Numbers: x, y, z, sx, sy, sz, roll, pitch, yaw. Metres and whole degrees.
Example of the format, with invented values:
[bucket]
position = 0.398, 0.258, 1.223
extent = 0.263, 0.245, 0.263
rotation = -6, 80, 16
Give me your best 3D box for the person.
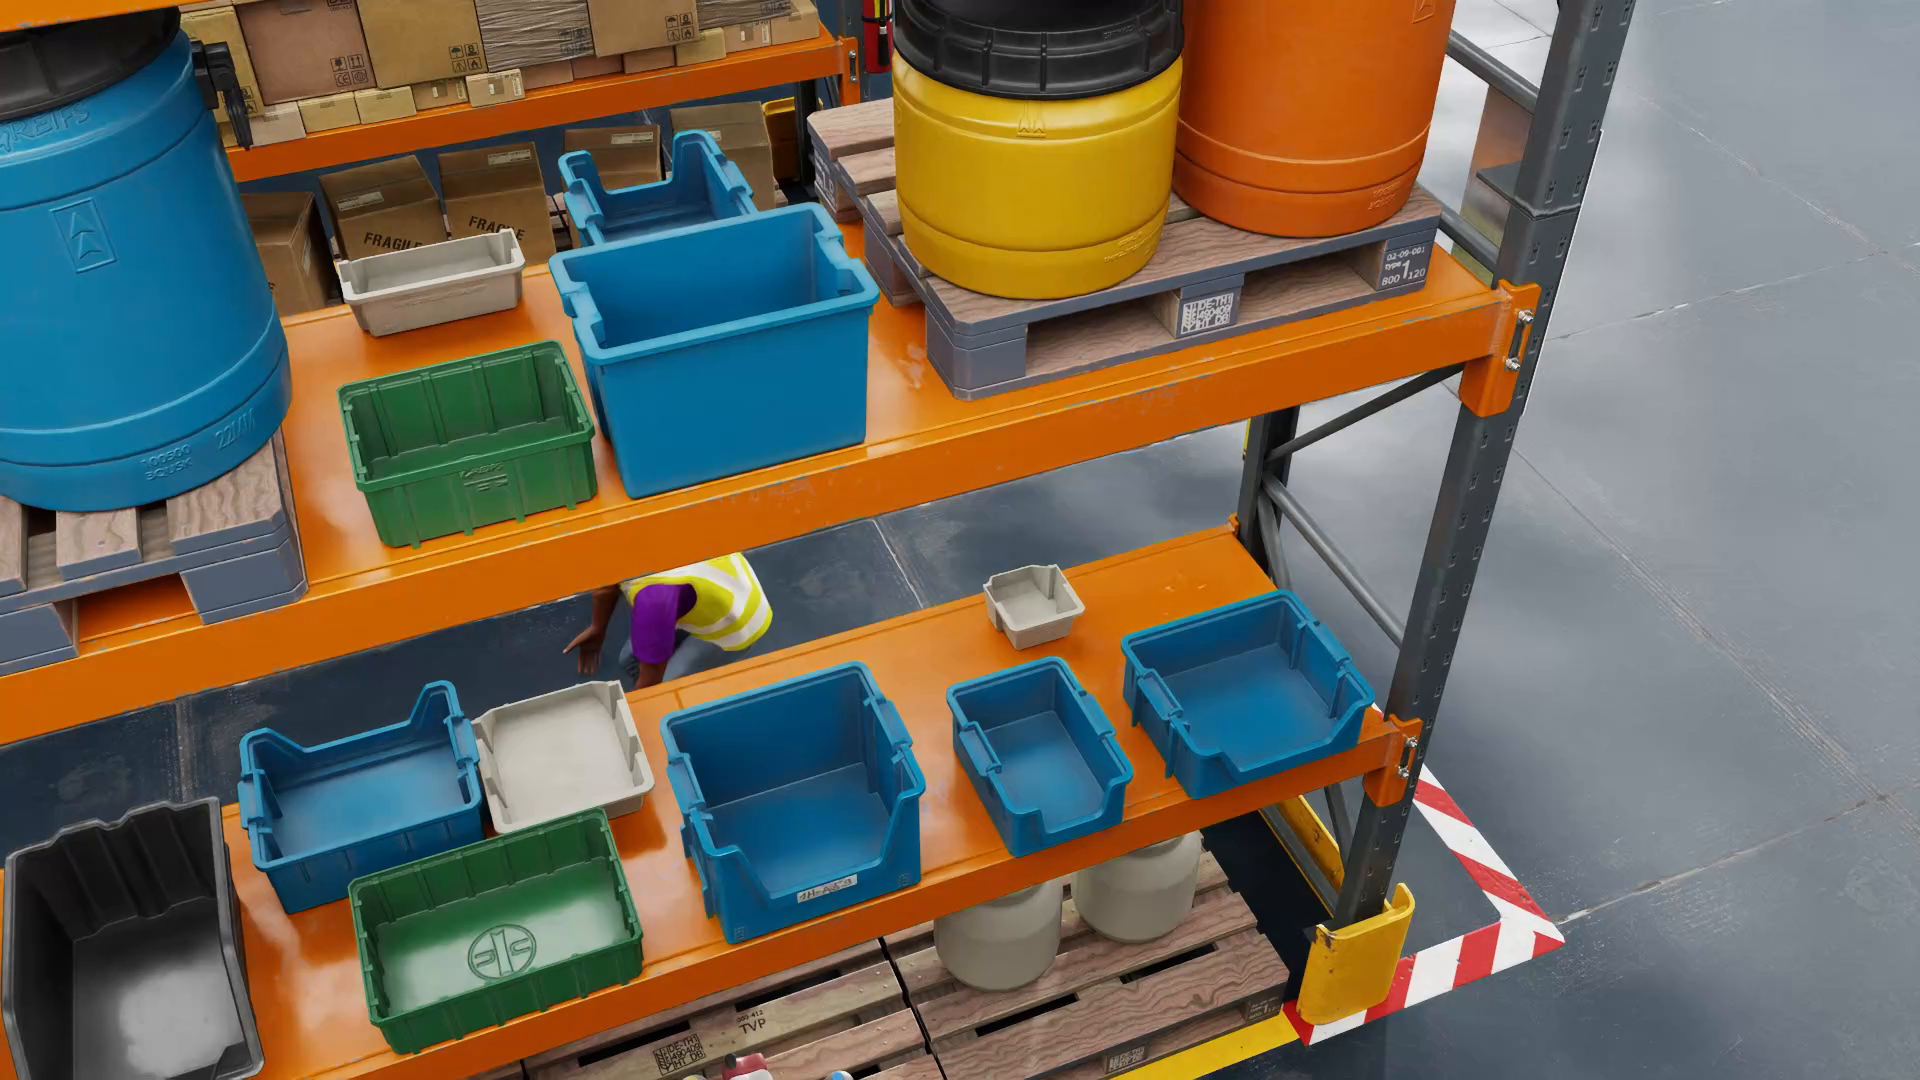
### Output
[person]
position = -1.075, 0.361, 6.053
extent = 0.792, 1.343, 0.631
rotation = -15, 44, -17
